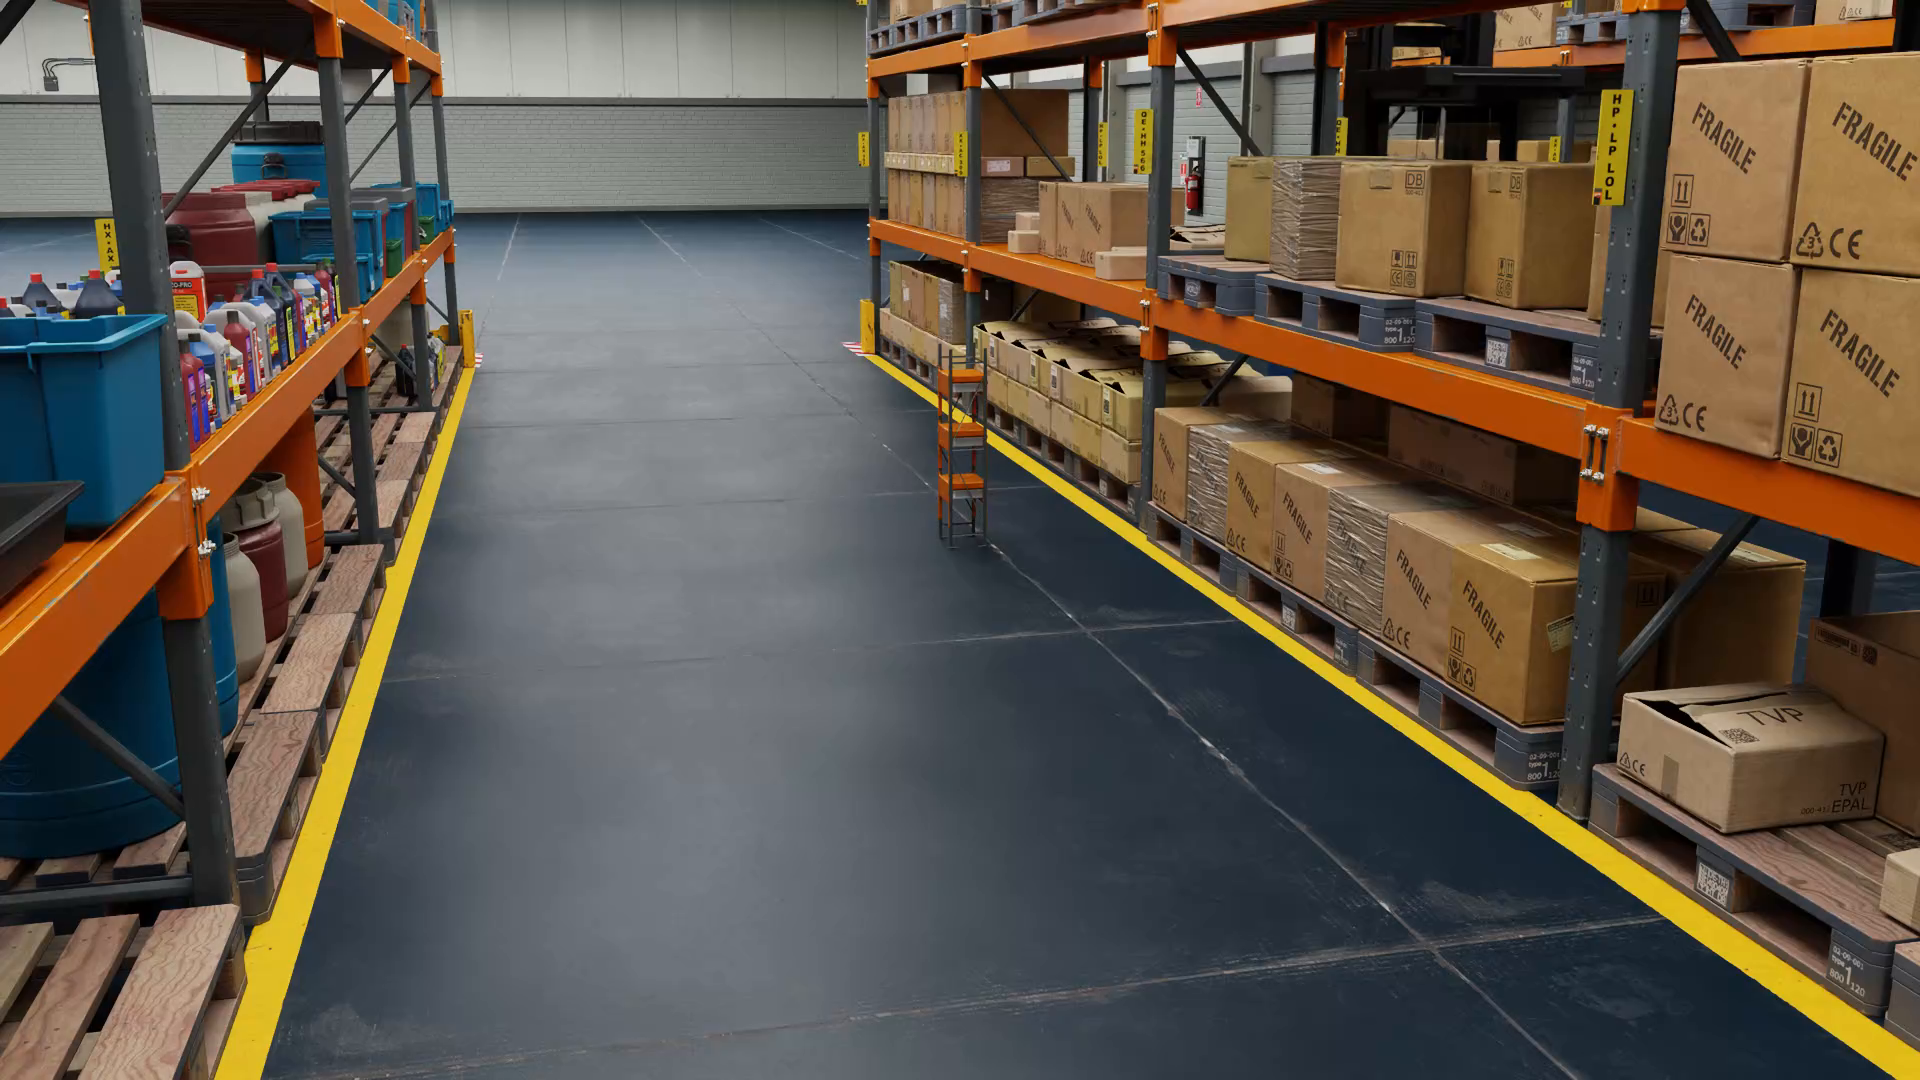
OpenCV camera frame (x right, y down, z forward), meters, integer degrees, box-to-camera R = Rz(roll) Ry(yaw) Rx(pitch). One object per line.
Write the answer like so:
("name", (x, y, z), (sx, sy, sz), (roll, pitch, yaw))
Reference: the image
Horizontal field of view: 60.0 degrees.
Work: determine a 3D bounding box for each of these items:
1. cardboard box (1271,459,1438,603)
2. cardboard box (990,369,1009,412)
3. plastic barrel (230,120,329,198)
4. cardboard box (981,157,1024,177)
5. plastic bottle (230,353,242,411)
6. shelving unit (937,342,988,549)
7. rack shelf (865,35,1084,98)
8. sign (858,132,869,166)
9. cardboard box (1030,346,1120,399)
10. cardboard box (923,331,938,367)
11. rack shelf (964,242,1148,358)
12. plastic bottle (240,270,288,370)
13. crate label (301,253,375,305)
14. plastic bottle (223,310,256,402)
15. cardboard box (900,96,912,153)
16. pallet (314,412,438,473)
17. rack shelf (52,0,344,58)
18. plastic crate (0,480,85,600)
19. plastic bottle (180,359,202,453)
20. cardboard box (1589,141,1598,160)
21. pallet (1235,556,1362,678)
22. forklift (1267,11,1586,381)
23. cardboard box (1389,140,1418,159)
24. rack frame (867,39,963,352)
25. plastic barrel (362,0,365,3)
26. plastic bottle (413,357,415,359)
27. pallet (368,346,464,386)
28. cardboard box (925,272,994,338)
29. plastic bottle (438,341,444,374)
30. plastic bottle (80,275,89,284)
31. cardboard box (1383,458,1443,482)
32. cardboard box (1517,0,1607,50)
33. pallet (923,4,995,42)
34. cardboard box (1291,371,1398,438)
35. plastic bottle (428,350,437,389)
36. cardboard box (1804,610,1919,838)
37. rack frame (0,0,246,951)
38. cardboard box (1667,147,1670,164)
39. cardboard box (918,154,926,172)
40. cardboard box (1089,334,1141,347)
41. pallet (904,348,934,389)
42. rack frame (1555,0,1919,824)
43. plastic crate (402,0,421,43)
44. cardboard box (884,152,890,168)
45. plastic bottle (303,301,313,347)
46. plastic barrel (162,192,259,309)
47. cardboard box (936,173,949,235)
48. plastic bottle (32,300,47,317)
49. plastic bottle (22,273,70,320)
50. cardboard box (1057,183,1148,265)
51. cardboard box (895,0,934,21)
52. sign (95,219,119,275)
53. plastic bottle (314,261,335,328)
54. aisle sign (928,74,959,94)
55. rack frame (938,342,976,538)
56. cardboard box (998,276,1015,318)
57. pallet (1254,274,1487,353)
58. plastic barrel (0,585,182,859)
("cardboard box", (1.683, -0.046, 7.137), (0.500, 0.500, 0.500), (-4, 14, -15))
("cardboard box", (0.518, -1.091, 11.980), (0.500, 0.250, 0.500), (-3, 14, -12))
("plastic barrel", (-4.474, -2.310, 11.004), (0.600, 0.901, 0.708), (-3, 14, -13))
("cardboard box", (0.273, -2.862, 12.743), (0.380, 0.149, 0.250), (-3, 14, -13))
("plastic bottle", (-2.240, -0.493, 5.044), (0.097, 0.201, 0.097), (0, 14, 0))
("shelving unit", (0.013, -0.498, 8.752), (0.215, 1.050, 0.252), (-3, 14, -13))
("rack shelf", (0.075, -4.016, 14.242), (1.077, 0.370, 4.000), (-3, 14, -13))
("sign", (-0.935, -3.800, 16.168), (0.100, 0.325, 0.005), (-3, 14, -13))
("cardboard box", (0.762, -1.124, 10.936), (0.500, 0.311, 0.500), (-3, 14, -12))
("cardboard box", (-0.016, -1.641, 14.232), (0.500, 0.250, 0.500), (-3, 14, -13))
("rack shelf", (1.015, -1.636, 10.821), (1.077, 0.370, 4.000), (-3, 14, -13))
("plastic bottle", (-2.481, -0.780, 5.902), (0.144, 0.351, 0.185), (-3, 14, -13))
("crate label", (-3.066, -1.286, 8.224), (0.303, 0.233, 0.416), (-3, 14, -13))
("plastic bottle", (-2.272, -0.583, 5.239), (0.061, 0.283, 0.133), (-3, 14, -13))
("cardboard box", (-0.156, -3.807, 15.246), (0.700, 0.500, 0.500), (-4, 14, -15))
("pallet", (-4.048, -0.639, 11.096), (1.003, 0.211, 1.213), (-3, 14, -13))
("rack shelf", (-2.861, -1.896, 5.561), (1.077, 0.370, 4.000), (-3, 14, -13))
("plastic crate", (-1.868, 0.021, 2.973), (0.437, 0.125, 0.590), (-3, 14, -13))
("plastic bottle", (-2.063, -0.378, 4.401), (0.061, 0.283, 0.133), (-3, 14, -13))
("cardboard box", (5.452, -3.146, 14.176), (0.500, 0.500, 0.500), (-4, 14, -14))
("pallet", (1.906, 0.285, 7.315), (1.003, 0.211, 1.213), (-3, 14, -13))
("forklift", (3.019, -1.821, 10.205), (1.130, 2.935, 3.031), (-4, 14, -15))
("cardboard box", (4.462, -3.587, 15.984), (0.500, 0.500, 0.500), (-4, 14, -15))
("rack frame", (-0.394, -3.370, 16.401), (1.000, 3.000, 0.127), (-3, 14, -13))
("plastic barrel", (-3.467, -3.268, 8.756), (0.600, 0.830, 0.708), (-3, 14, -13))
("plastic bottle", (-4.208, -1.297, 12.735), (0.097, 0.271, 0.097), (0, 14, 0))
("pallet", (-4.961, -1.538, 14.776), (1.003, 0.211, 1.213), (-3, 14, -13))
("cardboard box", (-0.003, -2.006, 14.146), (0.500, 0.500, 0.500), (-3, 14, -13))
("plastic bottle", (-4.287, -1.495, 13.536), (0.152, 0.276, 0.135), (-4, 14, -15))
("plastic bottle", (-3.394, -0.881, 6.460), (0.061, 0.283, 0.133), (-3, 14, -13))
("cardboard box", (2.183, -0.081, 7.279), (0.500, 0.500, 0.500), (-4, 14, -15))
("cardboard box", (5.000, -4.343, 13.810), (0.500, 0.500, 0.500), (-3, 14, -12))
("pallet", (0.320, -4.057, 13.078), (1.003, 0.211, 1.213), (-3, 14, -13))
("cardboard box", (1.950, -0.673, 8.121), (0.500, 0.250, 0.500), (-3, 14, -11))
("plastic bottle", (-4.057, -1.308, 12.617), (0.144, 0.351, 0.185), (-3, 14, -12))
("cardboard box", (2.834, 0.514, 4.841), (0.500, 0.500, 0.500), (-3, 14, -13))
("rack frame", (-2.392, -0.327, 3.943), (1.000, 3.000, 0.127), (-3, 14, -13))
("cardboard box", (5.570, -2.738, 12.676), (0.700, 0.500, 0.500), (-2, 14, -7))
("cardboard box", (-0.151, -3.277, 14.441), (0.380, 0.149, 0.250), (-3, 14, -13))
("cardboard box", (1.162, -1.276, 11.555), (0.500, 0.311, 0.500), (-3, 14, -13))
("pallet", (0.109, -1.561, 14.870), (1.003, 0.211, 1.213), (-3, 14, -13))
("rack frame", (2.424, -0.602, 5.070), (1.000, 3.000, 0.127), (-3, 14, -13))
("plastic crate", (-4.469, -4.121, 13.188), (0.392, 0.384, 0.575), (-3, 14, -13))
("cardboard box", (-0.511, -3.631, 15.893), (0.380, 0.149, 0.250), (-3, 14, -14))
("plastic bottle", (-2.621, -0.868, 6.577), (0.097, 0.201, 0.097), (0, 14, 0))
("plastic barrel", (-3.735, -1.406, 8.073), (0.600, 0.536, 0.708), (-3, 14, -13))
("cardboard box", (0.191, -2.835, 14.001), (0.700, 0.500, 0.500), (-3, 14, -12))
("plastic bottle", (-3.115, -0.682, 5.667), (0.097, 0.271, 0.097), (0, 14, 0))
("plastic bottle", (-3.184, -0.751, 5.783), (0.144, 0.351, 0.185), (-3, 14, -13))
("cardboard box", (0.951, -2.081, 10.913), (0.500, 0.500, 0.500), (-3, 14, -13))
("cardboard box", (-0.270, -4.749, 14.336), (0.500, 0.500, 0.500), (-3, 14, -13))
("sign", (-3.864, -1.296, 7.569), (0.100, 0.325, 0.005), (-3, 14, -13))
("plastic bottle", (-2.767, -1.070, 7.232), (0.061, 0.283, 0.133), (-3, 14, -13))
("aisle sign", (-0.124, -4.664, 16.222), (0.394, 0.787, 0.004), (-3, 14, -13))
("rack frame", (-0.016, -0.526, 8.867), (0.200, 1.050, 0.008), (-3, 14, -13))
("cardboard box", (0.615, -1.919, 13.791), (0.500, 0.500, 0.500), (-3, 14, -13))
("pallet", (1.946, -0.983, 7.035), (1.003, 0.211, 1.213), (-3, 14, -13))
("plastic barrel", (-2.503, 0.362, 4.660), (0.600, 0.901, 0.708), (-3, 14, -13))
